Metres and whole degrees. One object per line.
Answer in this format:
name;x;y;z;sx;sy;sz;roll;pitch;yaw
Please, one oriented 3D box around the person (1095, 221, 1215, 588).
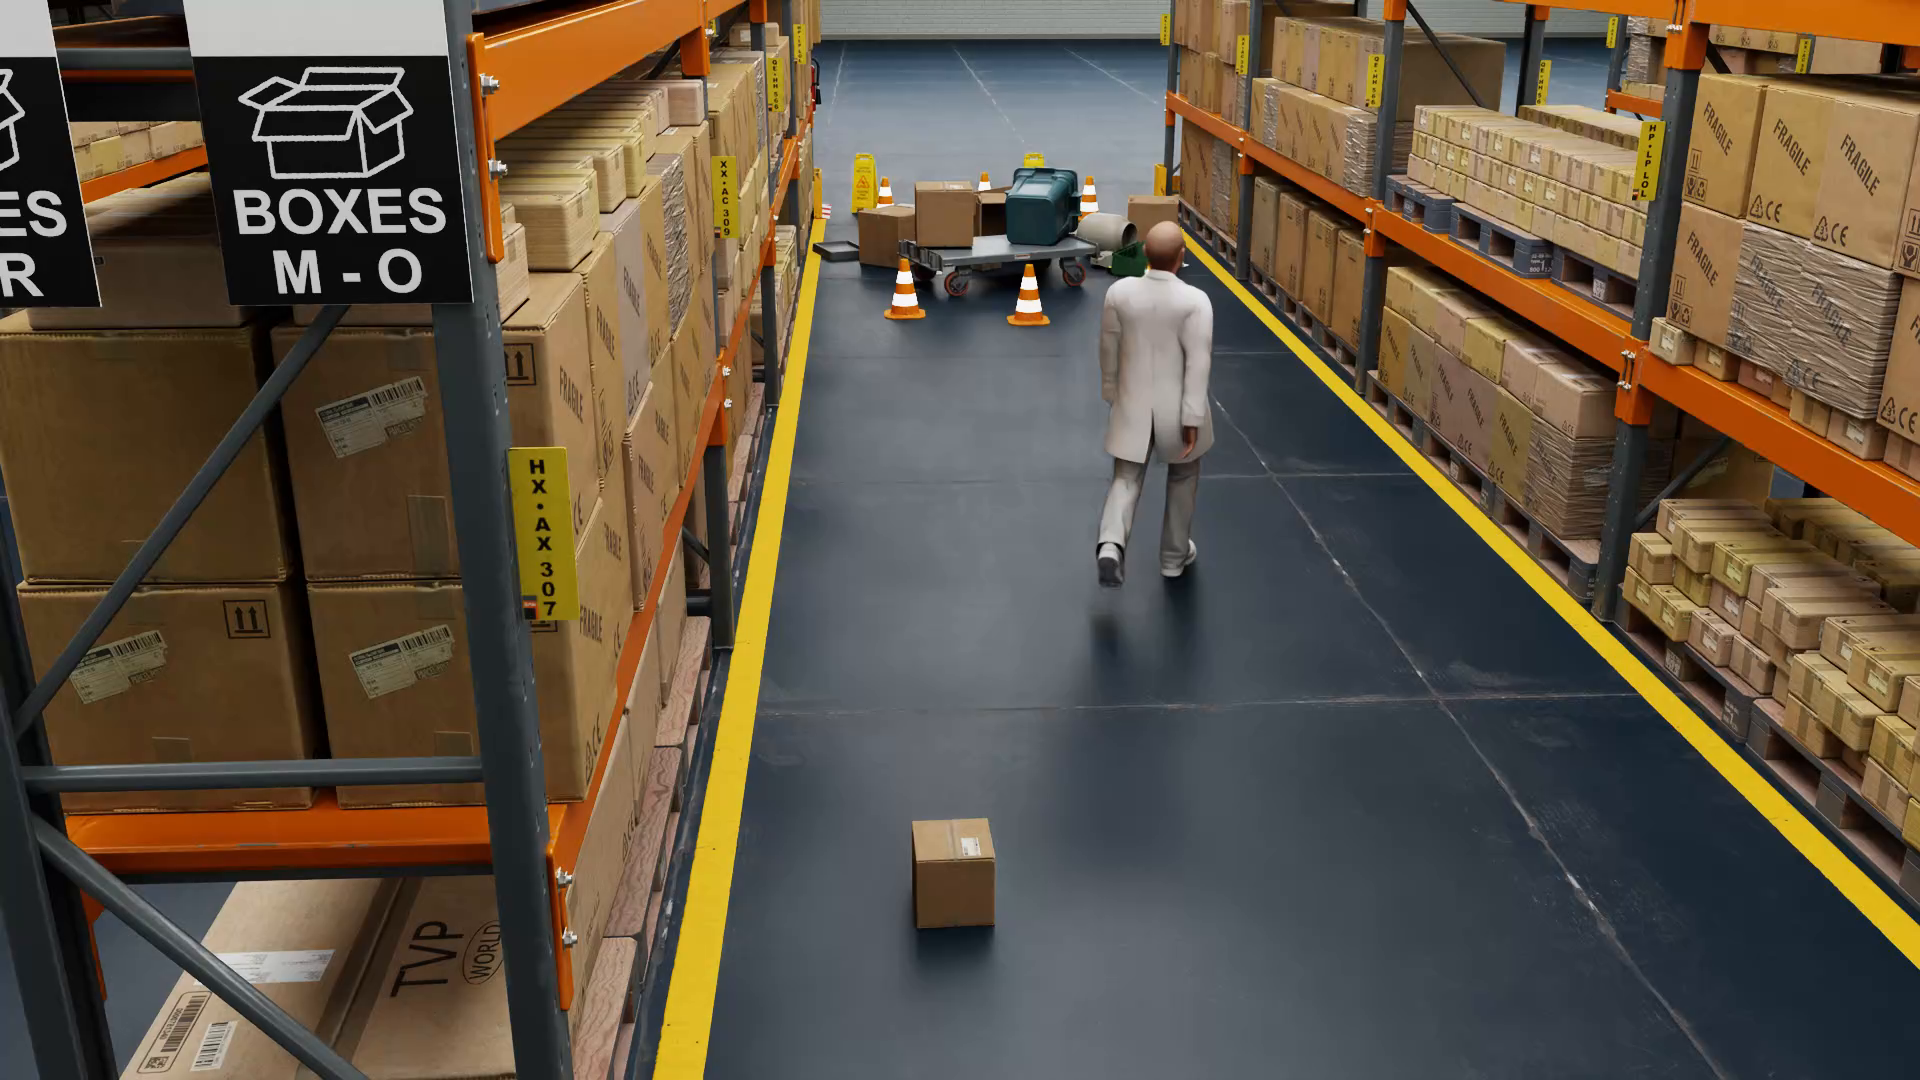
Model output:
person;0.895;-0.609;7.740;0.559;1.739;0.958;8;21;20
